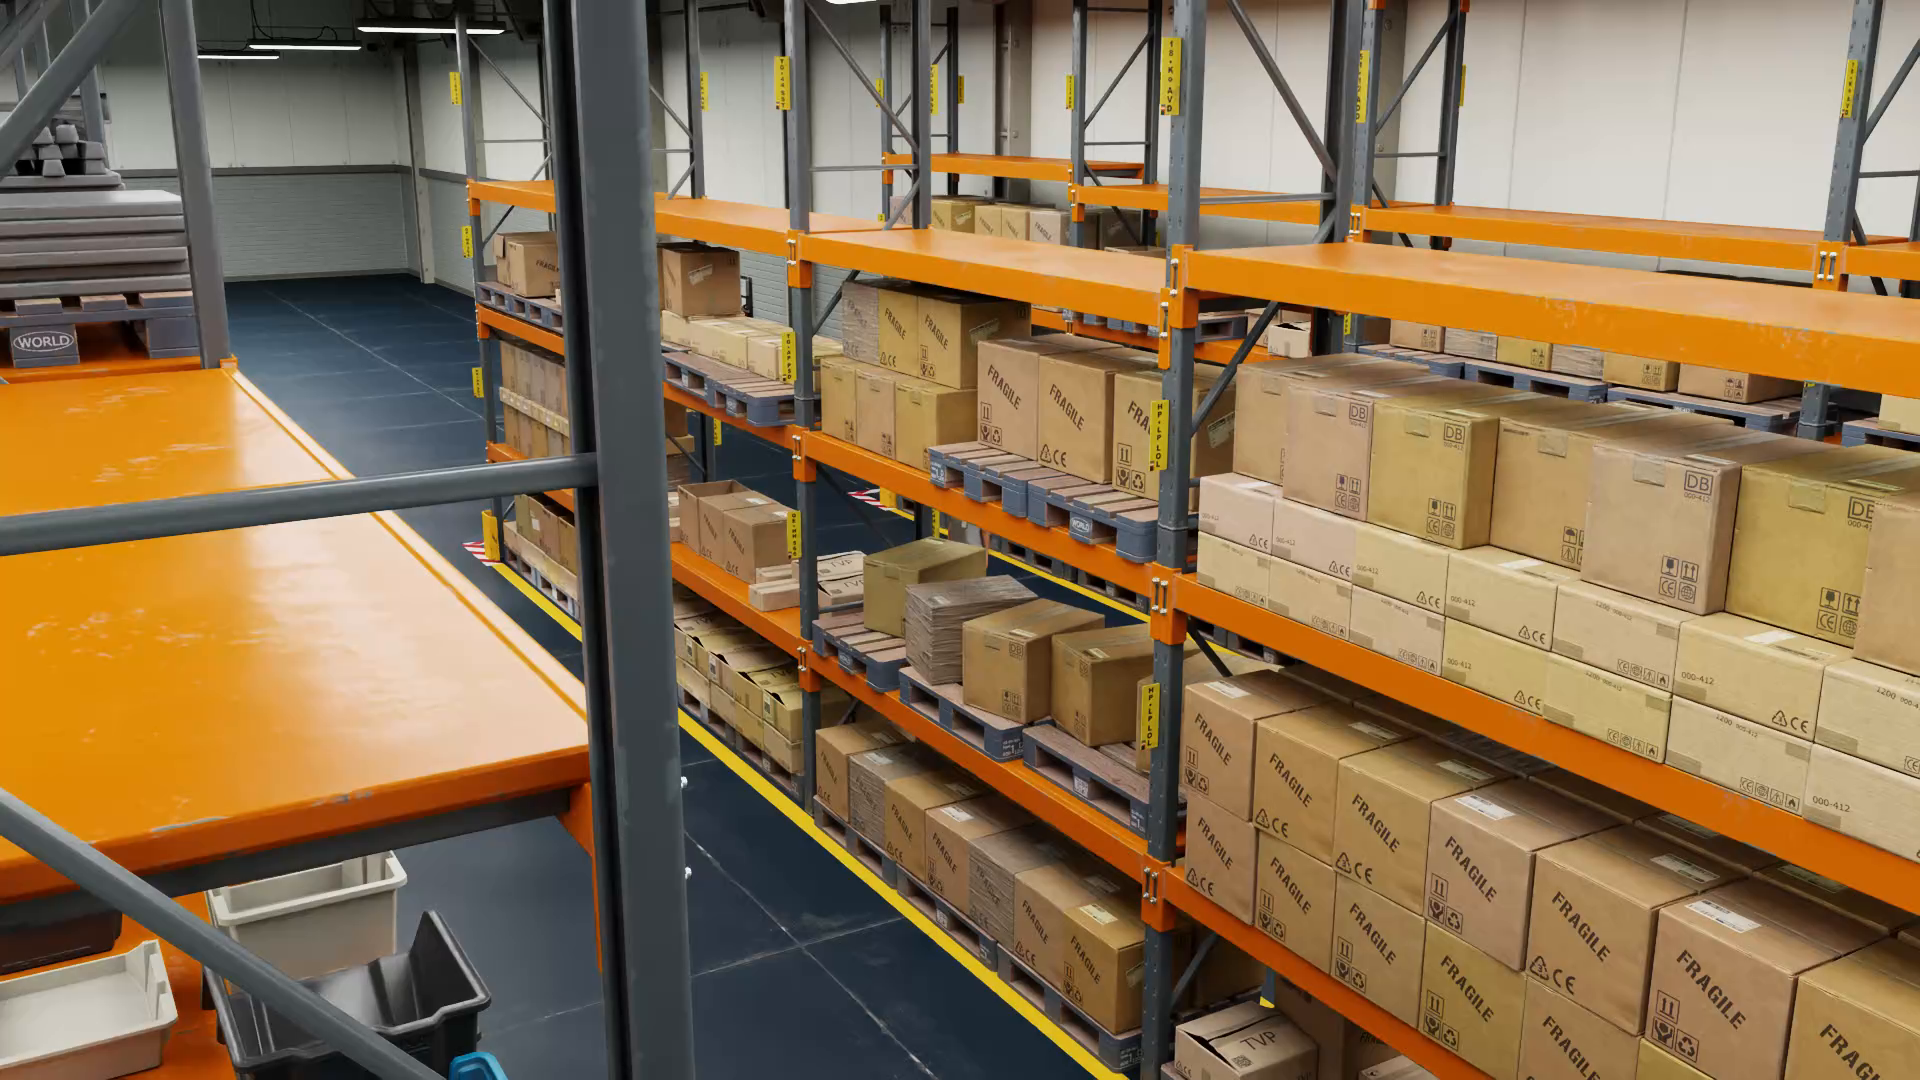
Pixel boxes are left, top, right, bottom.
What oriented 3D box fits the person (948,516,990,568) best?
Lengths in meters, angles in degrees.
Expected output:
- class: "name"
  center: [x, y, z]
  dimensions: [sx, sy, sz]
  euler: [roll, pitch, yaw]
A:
- class: "person"
  center: [0.042, 0.140, 15.526]
  dimensions: [0.522, 1.712, 0.407]
  euler: [13, 20, 41]
